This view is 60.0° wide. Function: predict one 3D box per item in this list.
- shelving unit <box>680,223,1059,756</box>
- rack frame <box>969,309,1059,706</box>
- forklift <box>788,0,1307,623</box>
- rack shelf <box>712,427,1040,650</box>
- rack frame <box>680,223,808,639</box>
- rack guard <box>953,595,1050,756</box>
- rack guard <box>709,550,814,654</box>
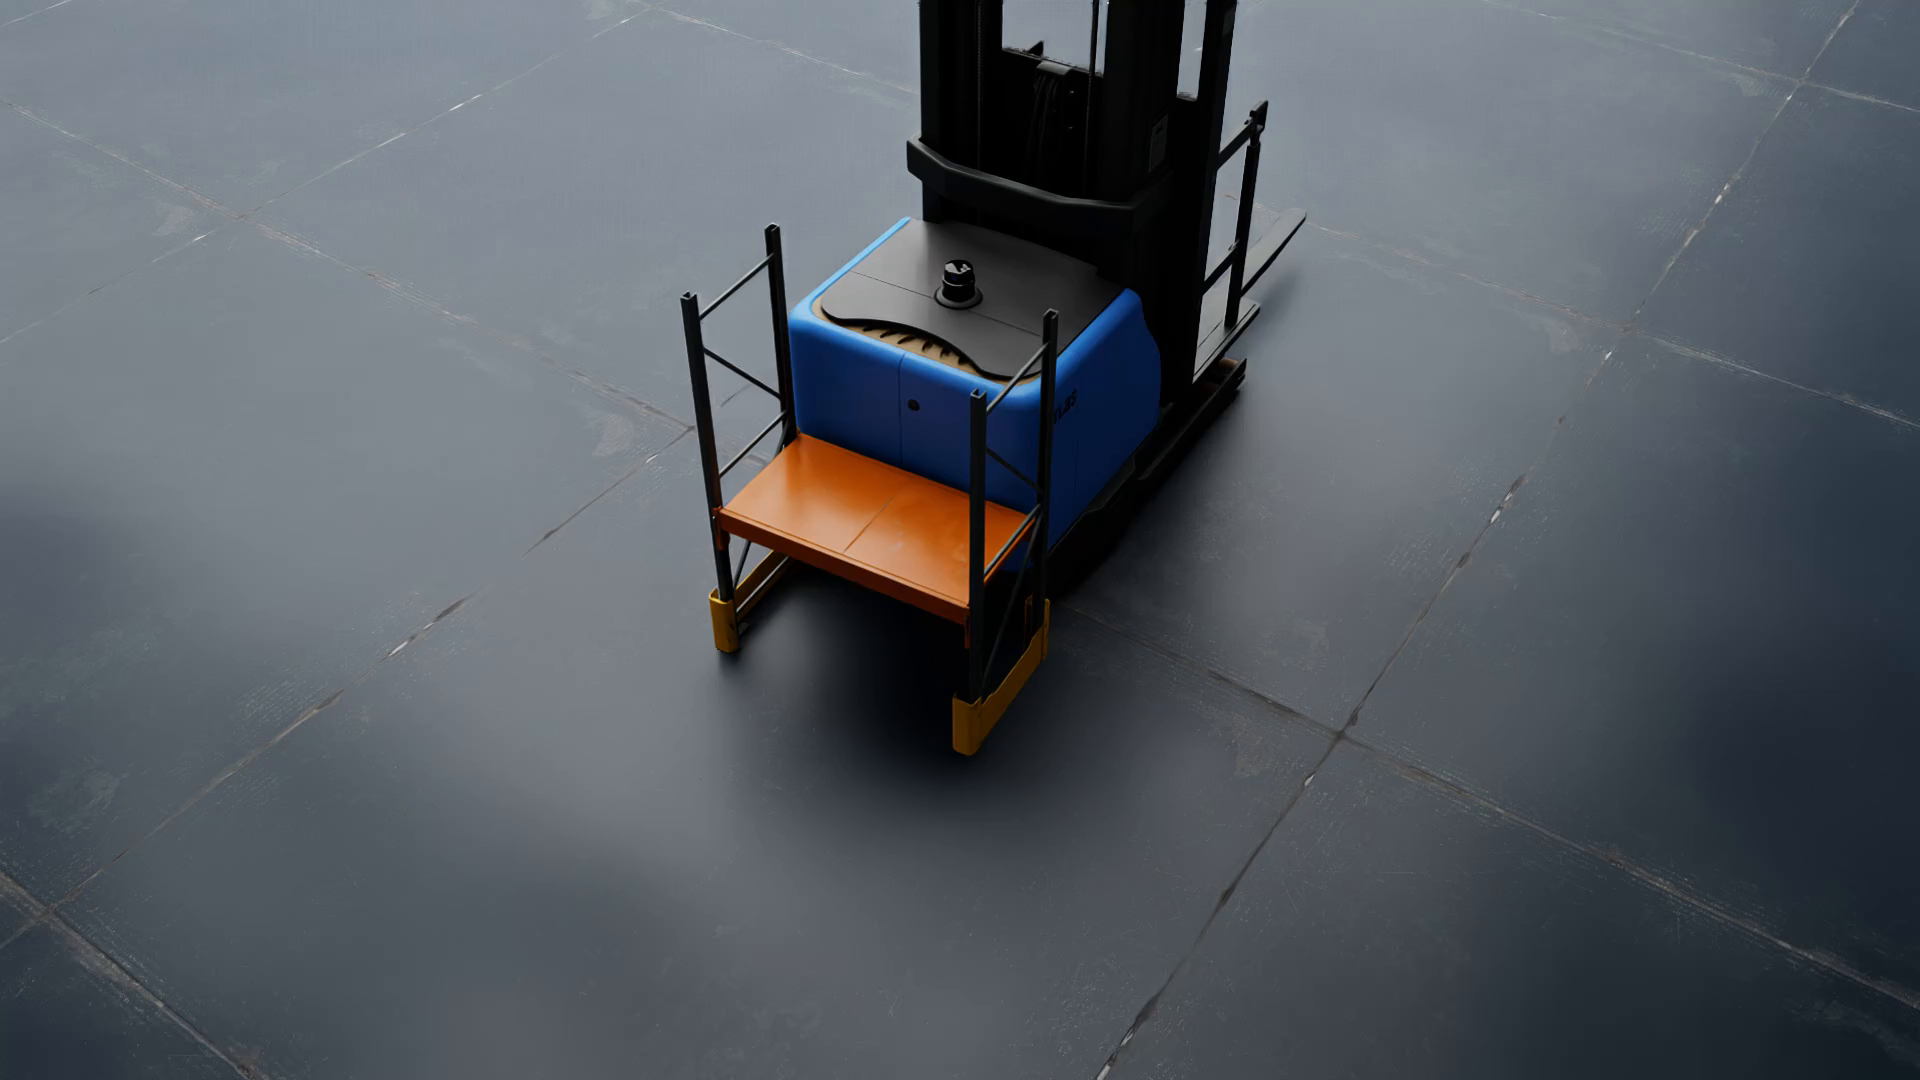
[{"bbox_3d":[-0.287,-0.162,5.569,1.083,1.500,0.587,21,46,21],"label":"shelving unit"},{"bbox_3d":[0.164,0.007,5.380,0.032,1.500,0.500,21,46,21],"label":"rack frame"},{"bbox_3d":[0.579,-1.753,6.274,1.130,2.935,3.031,22,46,23],"label":"forklift"},{"bbox_3d":[-0.279,-0.025,5.686,1.000,0.185,0.538,21,46,21],"label":"rack shelf"},{"bbox_3d":[-0.722,-0.325,5.751,0.032,1.500,0.500,21,46,21],"label":"rack frame"},{"bbox_3d":[0.147,0.467,5.804,0.087,0.250,0.587,21,46,21],"label":"rack guard"},{"bbox_3d":[-0.721,0.141,6.168,0.087,0.250,0.587,21,46,21],"label":"rack guard"}]
